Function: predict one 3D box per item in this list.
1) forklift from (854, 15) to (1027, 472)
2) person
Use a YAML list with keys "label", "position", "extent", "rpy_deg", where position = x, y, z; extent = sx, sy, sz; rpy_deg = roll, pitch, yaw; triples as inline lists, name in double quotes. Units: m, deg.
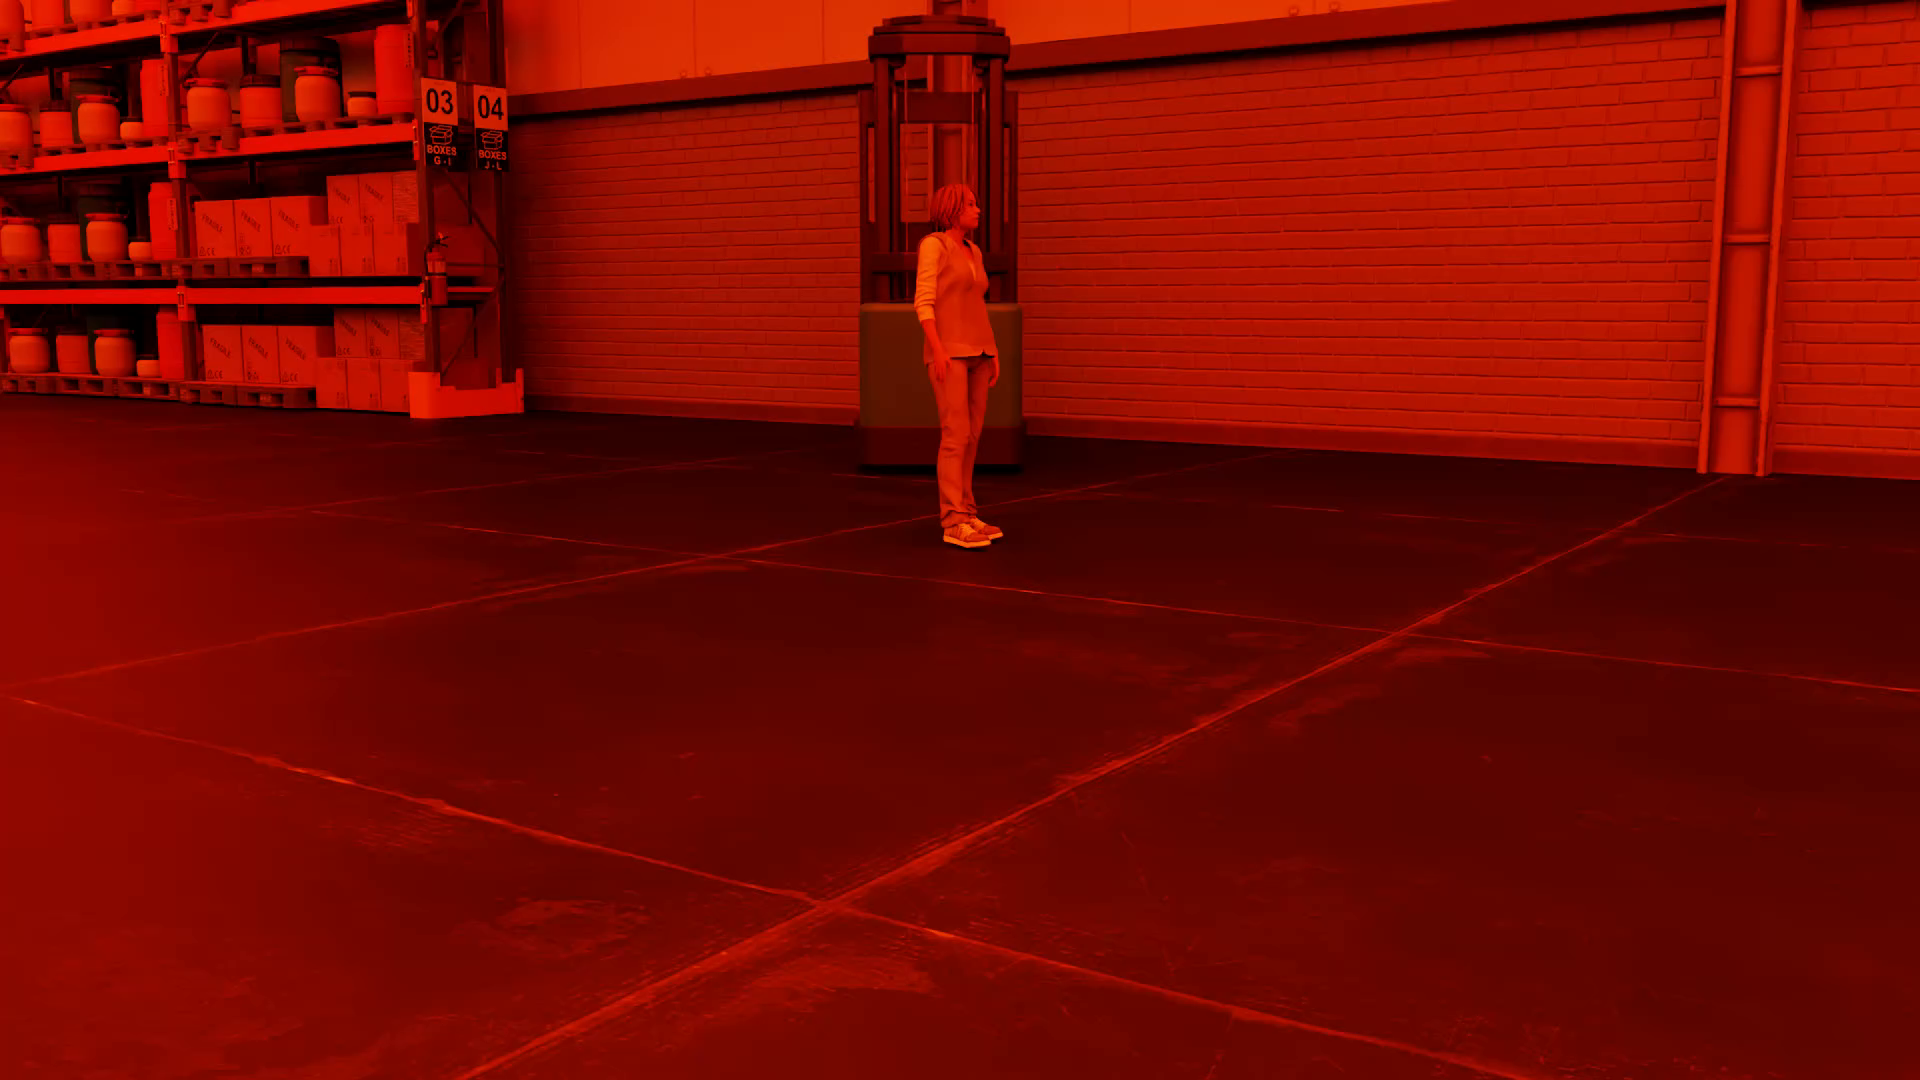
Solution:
- label: "forklift"
  position: [-0.151, -2.062, 11.690]
  extent: [1.130, 2.935, 3.031]
  rpy_deg: [0, 8, -1]
- label: "person"
  position: [0.054, -0.790, 7.438]
  extent: [0.473, 1.599, 0.521]
  rpy_deg: [5, 10, 34]
